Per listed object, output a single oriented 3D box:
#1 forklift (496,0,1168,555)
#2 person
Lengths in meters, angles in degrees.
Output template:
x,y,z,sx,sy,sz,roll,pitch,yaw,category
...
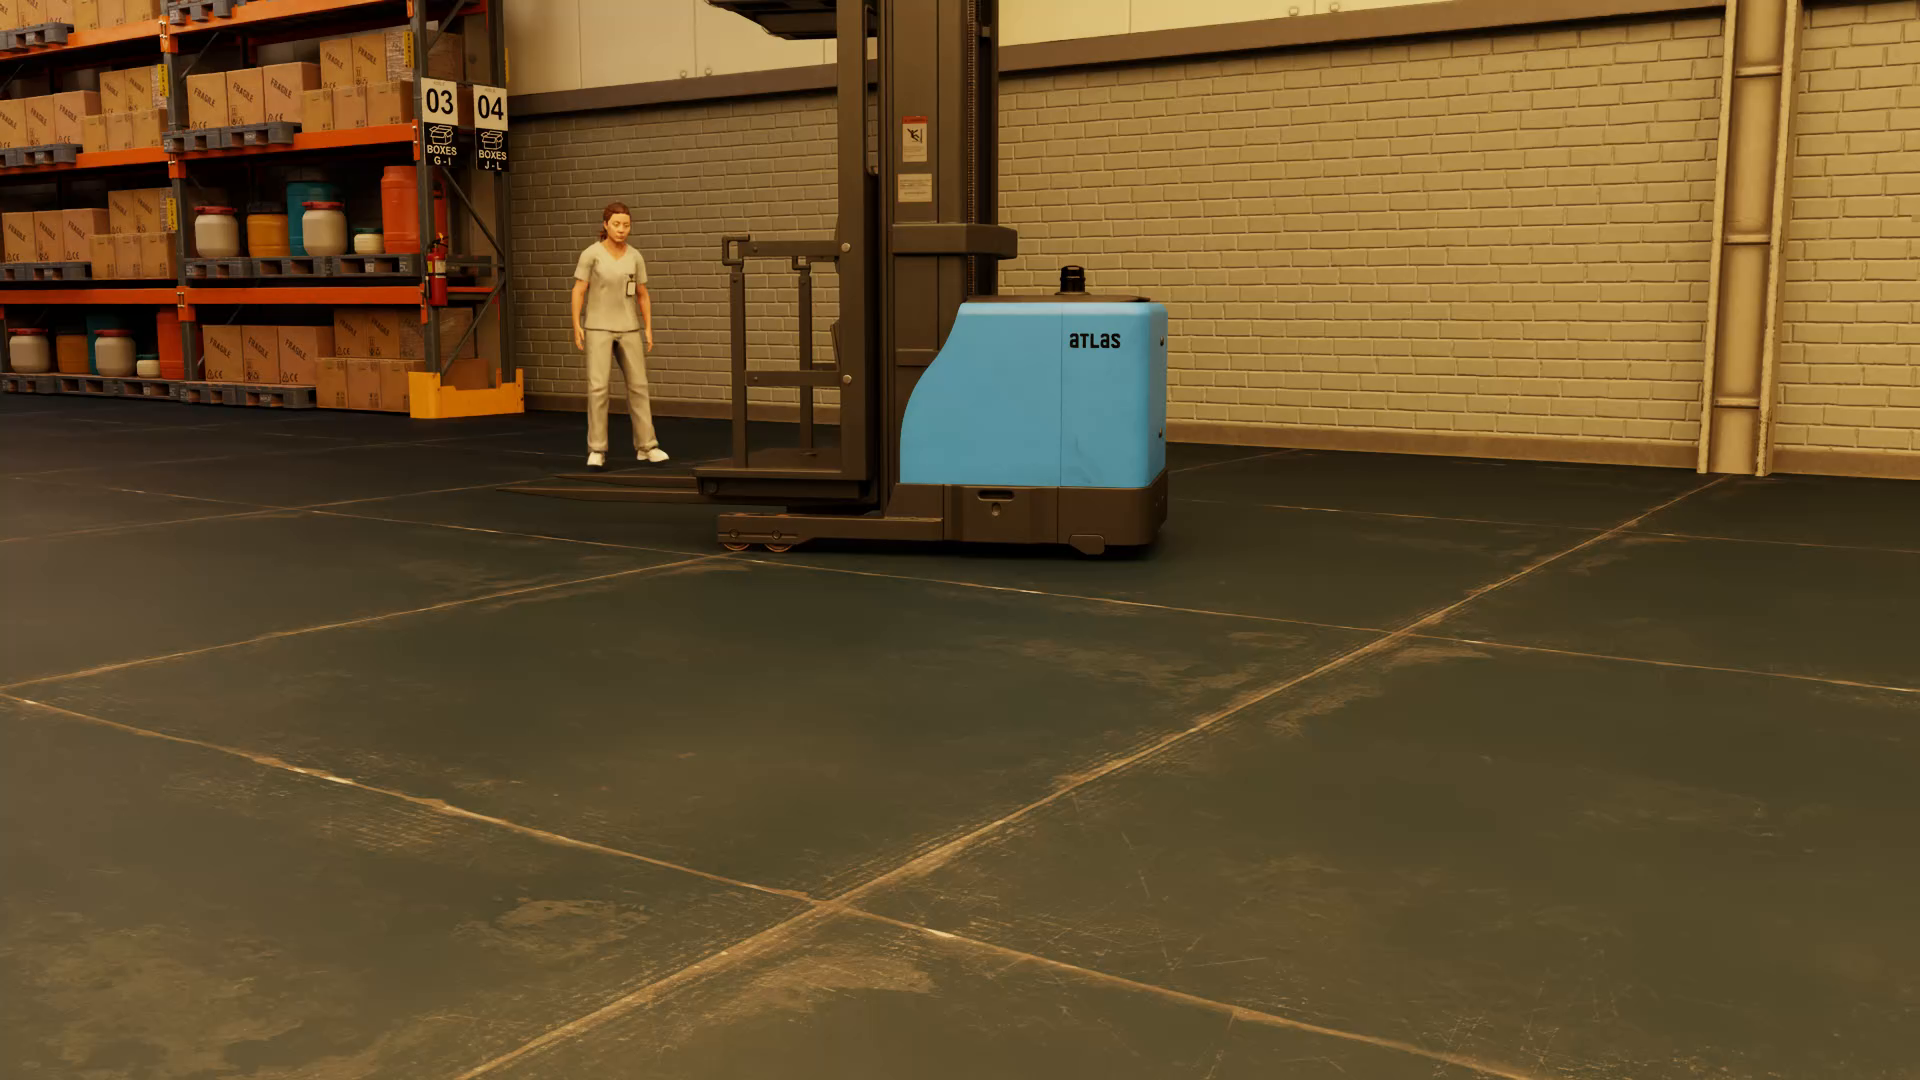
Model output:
x,y,z,sx,sy,sz,roll,pitch,yaw,category
-0.596,-1.469,7.520,3.031,2.935,1.130,2,8,12,forklift
-2.217,-1.333,10.761,0.568,1.678,0.392,-5,9,-31,person
